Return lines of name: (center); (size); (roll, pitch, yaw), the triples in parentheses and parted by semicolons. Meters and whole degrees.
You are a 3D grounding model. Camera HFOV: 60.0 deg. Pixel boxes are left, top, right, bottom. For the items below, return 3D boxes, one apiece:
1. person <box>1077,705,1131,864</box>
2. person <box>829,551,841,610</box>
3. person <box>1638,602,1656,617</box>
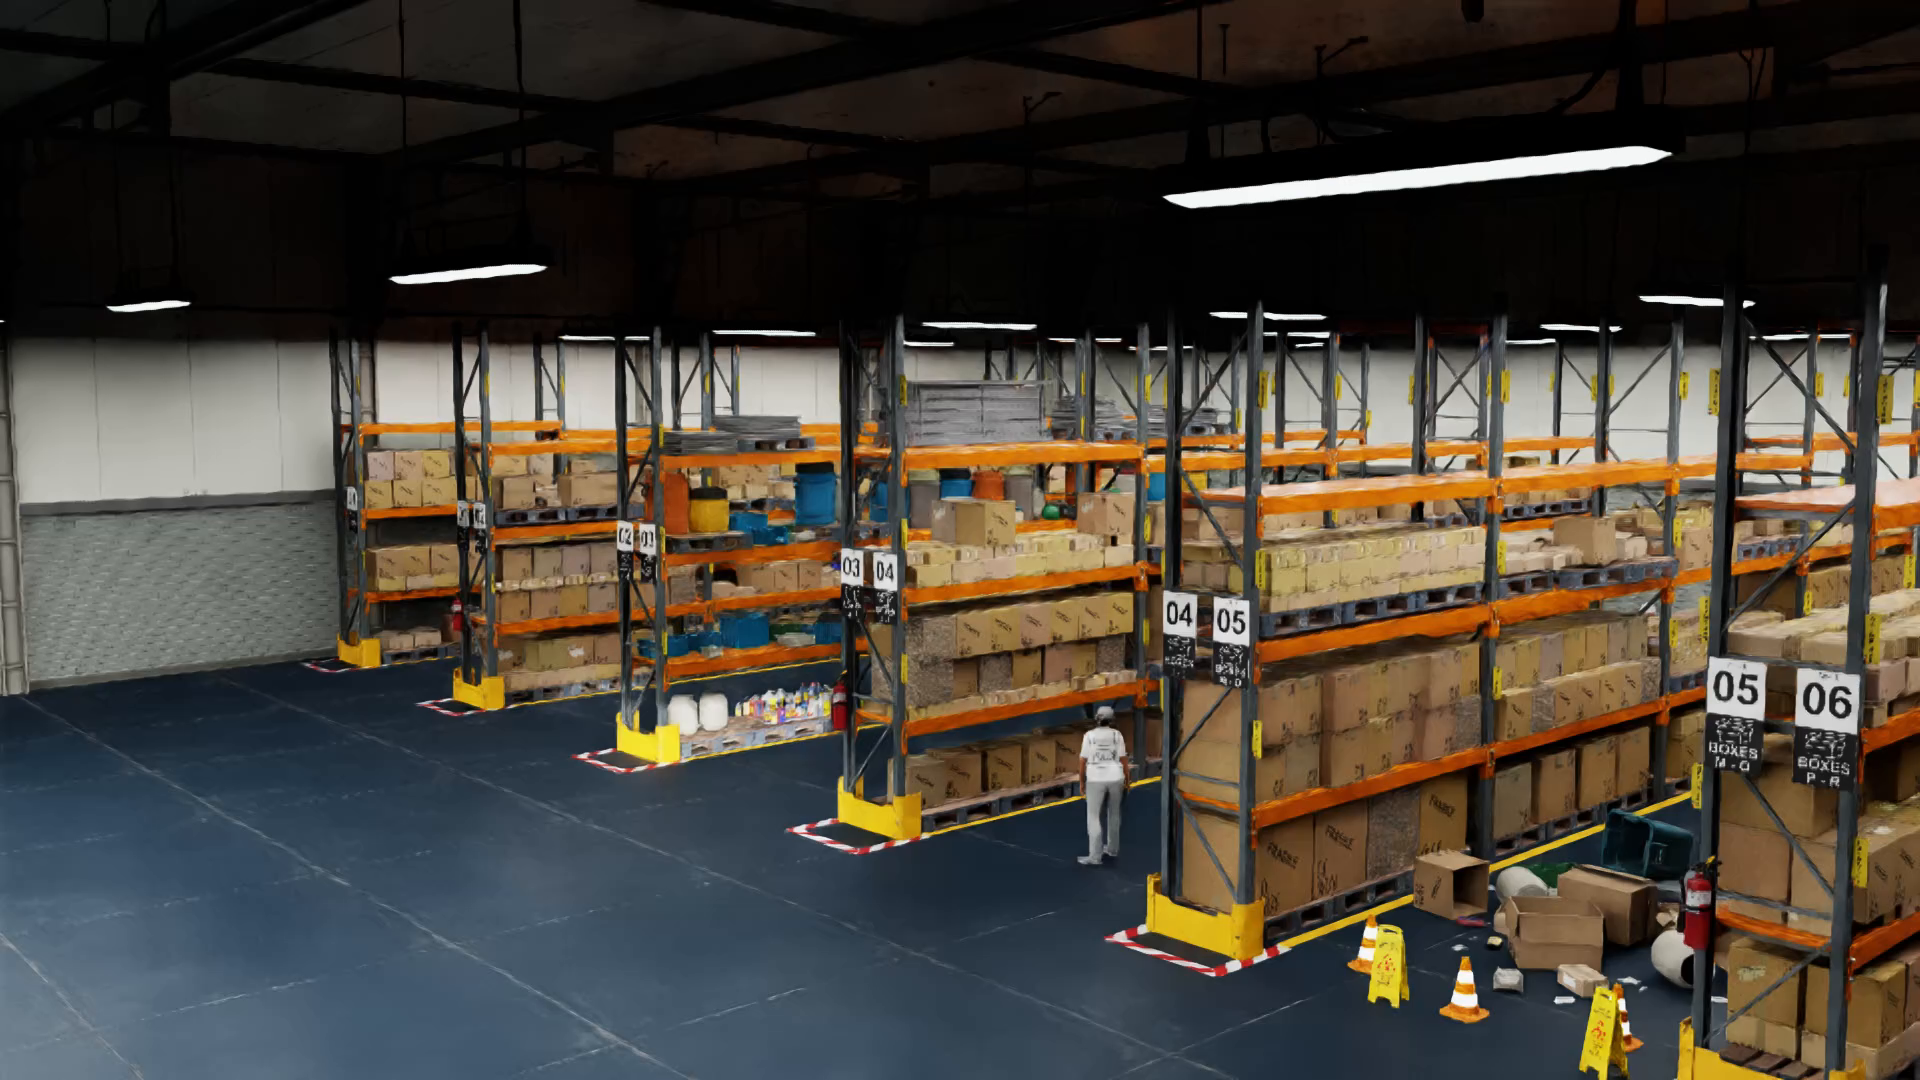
person: (1.521, 2.581, 17.711); (0.598, 1.659, 0.554); (-1, 6, -12)
person: (-2.434, 1.040, 33.287); (0.414, 1.666, 0.507); (2, 6, 17)
person: (10.540, 1.792, 25.500); (1.115, 1.698, 0.543); (-5, 7, -39)
